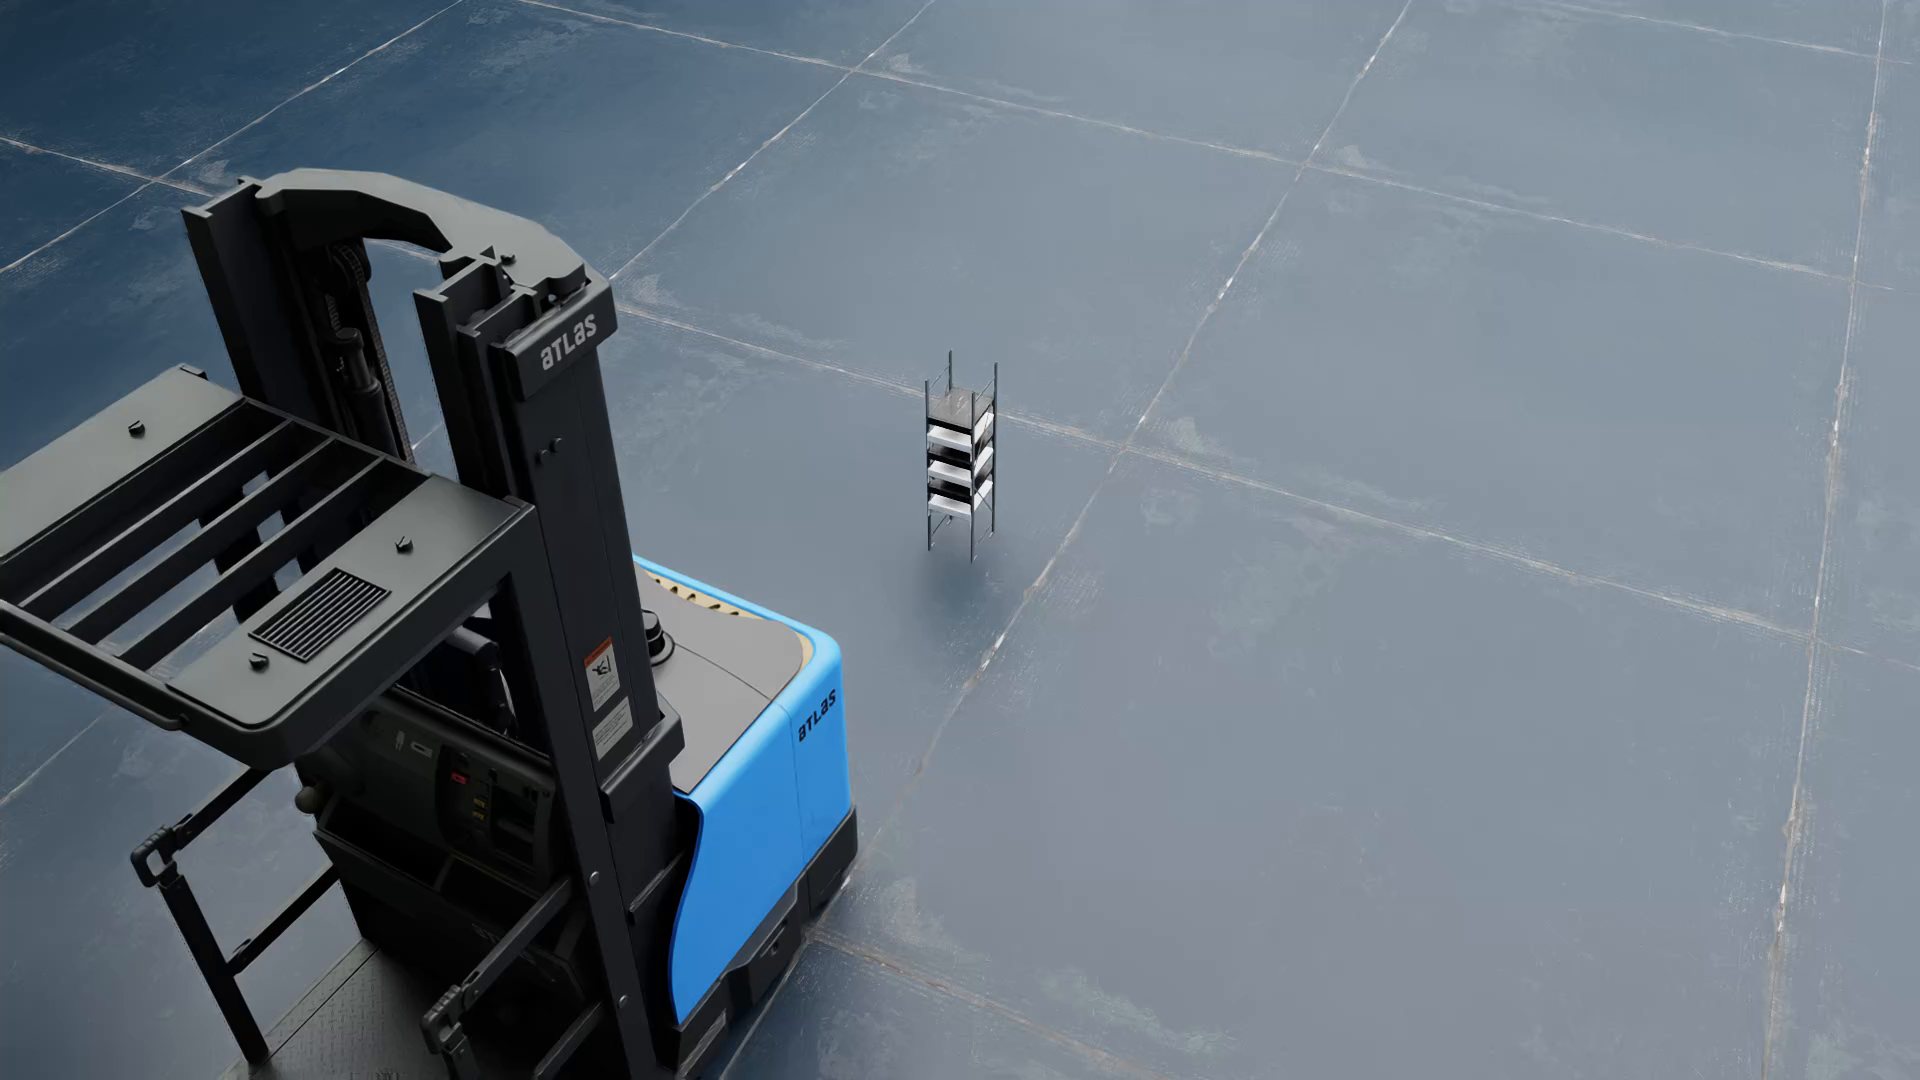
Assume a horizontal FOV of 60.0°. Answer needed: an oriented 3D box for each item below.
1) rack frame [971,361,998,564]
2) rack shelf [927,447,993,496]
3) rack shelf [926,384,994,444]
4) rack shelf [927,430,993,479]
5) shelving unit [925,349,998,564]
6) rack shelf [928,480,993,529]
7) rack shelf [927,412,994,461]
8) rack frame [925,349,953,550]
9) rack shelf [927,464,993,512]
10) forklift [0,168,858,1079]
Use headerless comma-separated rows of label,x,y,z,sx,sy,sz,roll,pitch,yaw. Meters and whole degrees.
rack frame,0.099,-0.310,6.920,0.006,0.900,0.240,17,44,19
rack shelf,0.007,-0.313,6.974,0.200,0.077,0.258,17,44,19
rack shelf,0.007,-0.517,6.798,0.200,0.077,0.258,17,44,19
rack shelf,0.007,-0.381,6.916,0.200,0.077,0.258,17,44,19
shelving unit,0.007,-0.338,6.953,0.210,0.900,0.258,17,44,19
rack shelf,0.007,-0.177,7.092,0.200,0.077,0.258,17,44,19
rack shelf,0.007,-0.449,6.857,0.200,0.077,0.258,17,44,19
rack frame,-0.085,-0.366,6.985,0.006,0.900,0.240,17,44,19
rack shelf,0.007,-0.245,7.033,0.200,0.077,0.258,17,44,19
forklift,-1.525,0.702,4.202,1.130,2.935,3.031,20,45,22
